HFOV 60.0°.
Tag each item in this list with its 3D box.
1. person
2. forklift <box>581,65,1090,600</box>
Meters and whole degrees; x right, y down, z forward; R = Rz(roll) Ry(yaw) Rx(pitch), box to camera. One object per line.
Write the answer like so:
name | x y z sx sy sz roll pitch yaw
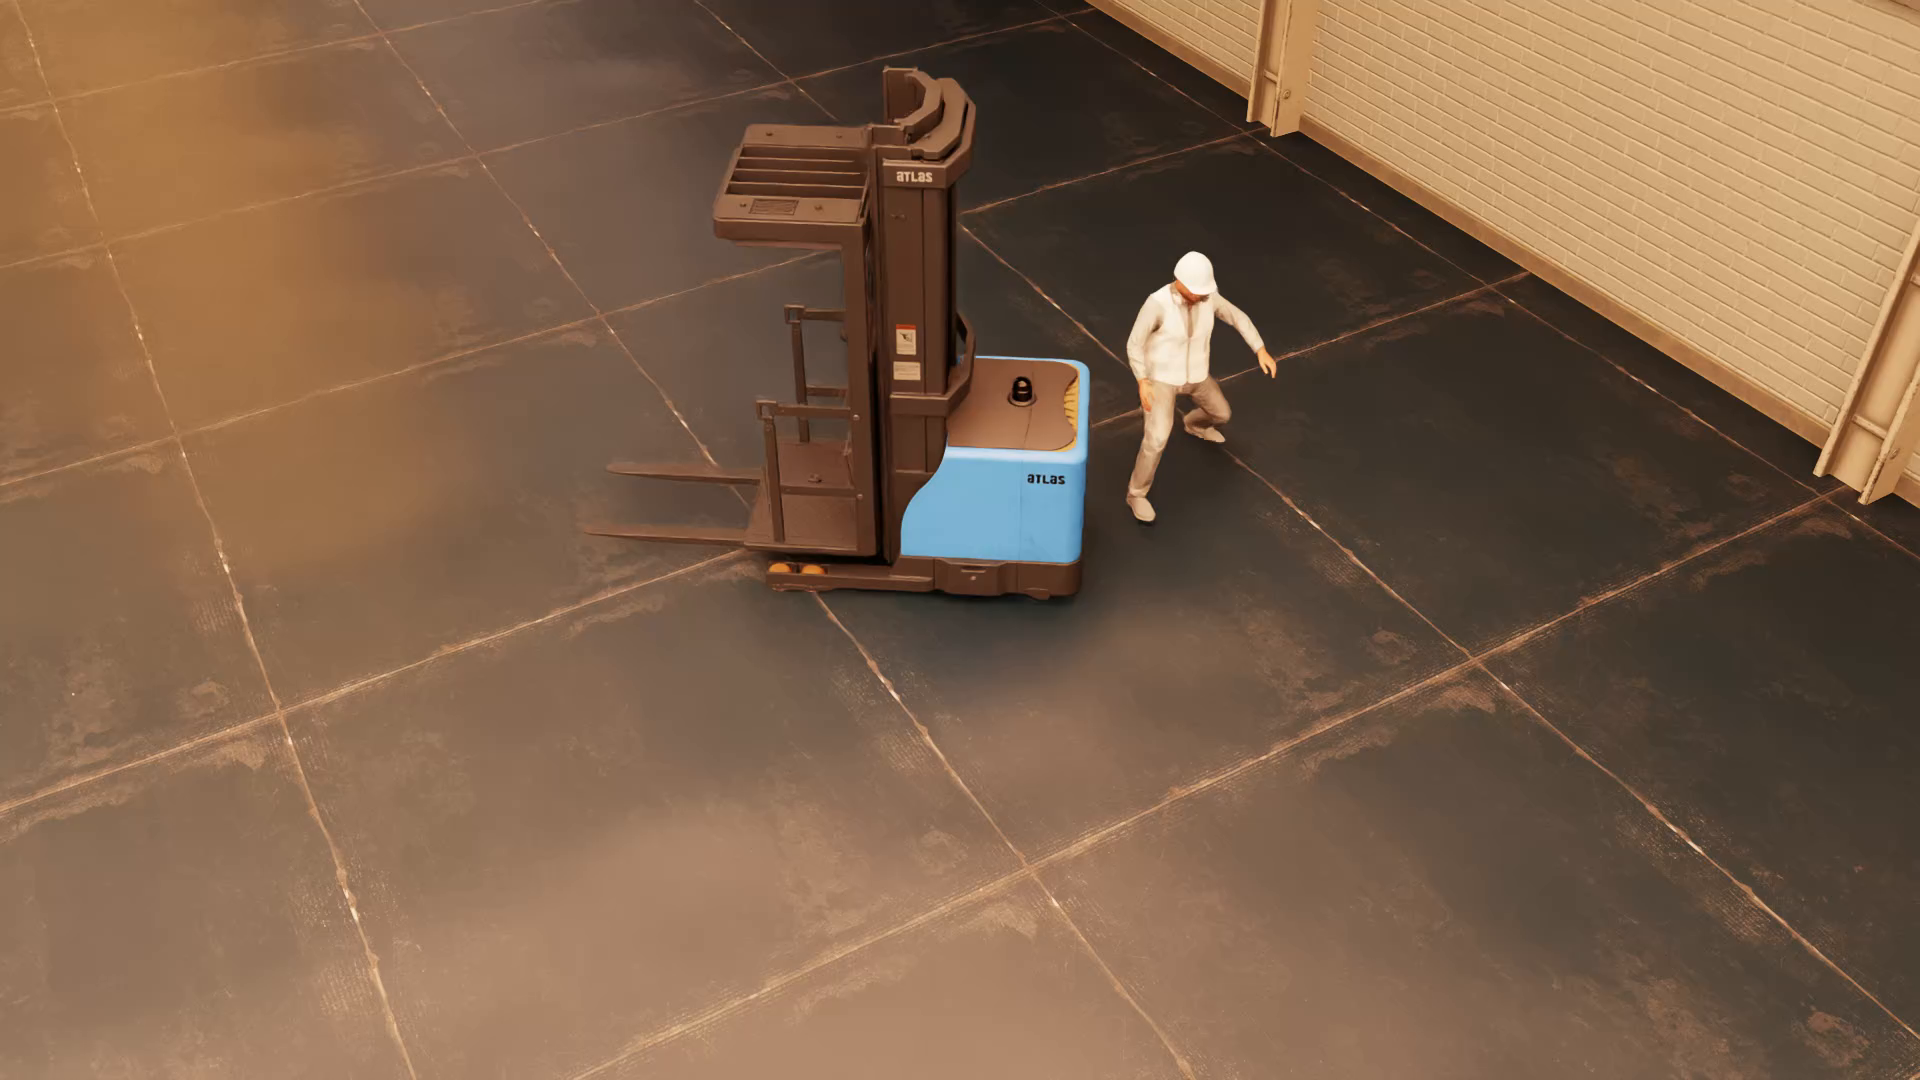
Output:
person | 1.435 -1.034 10.359 0.982 1.627 0.896 -14 42 -16
forklift | -0.757 -1.148 9.420 3.031 2.935 1.130 3 40 3
